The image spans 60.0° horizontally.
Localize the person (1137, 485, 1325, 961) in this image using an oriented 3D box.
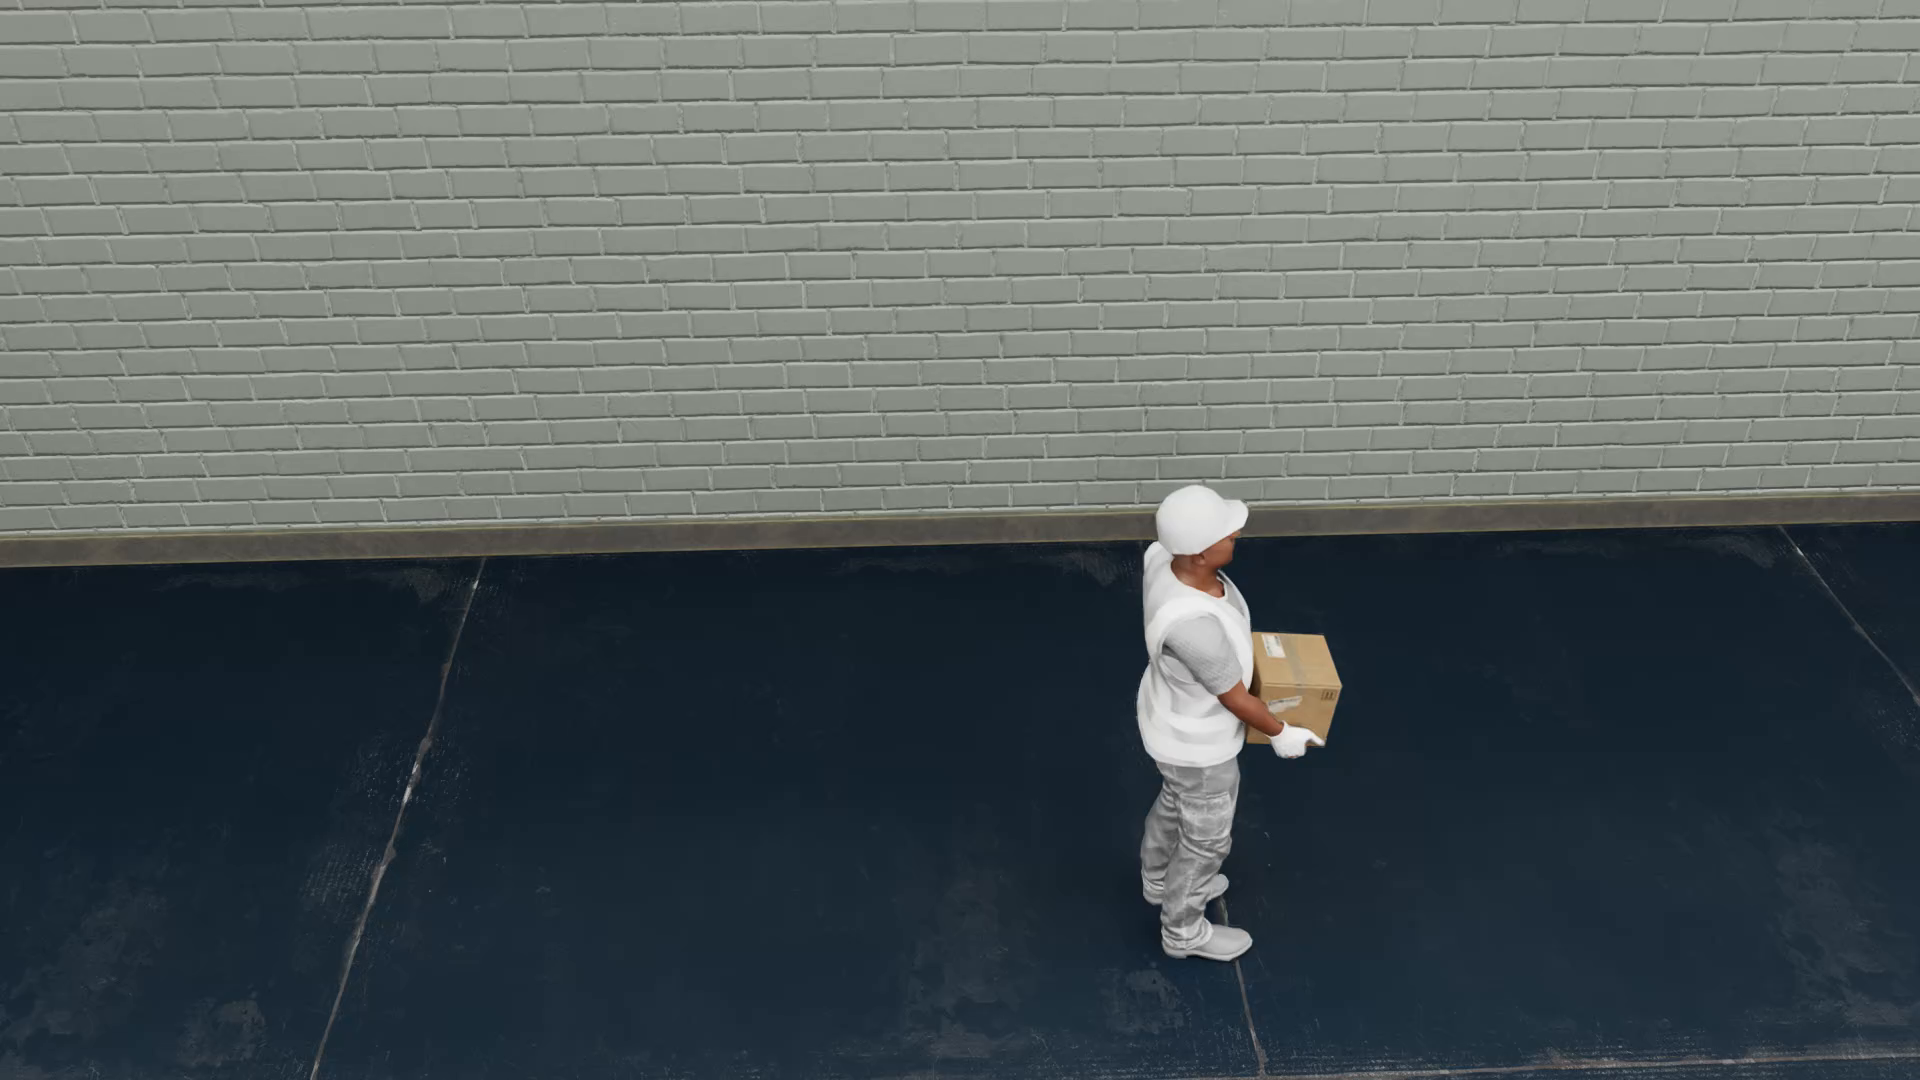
[{"bbox_3d":[0.838,0.591,5.282,0.573,1.784,0.495,0,35,0],"label":"person"}]
